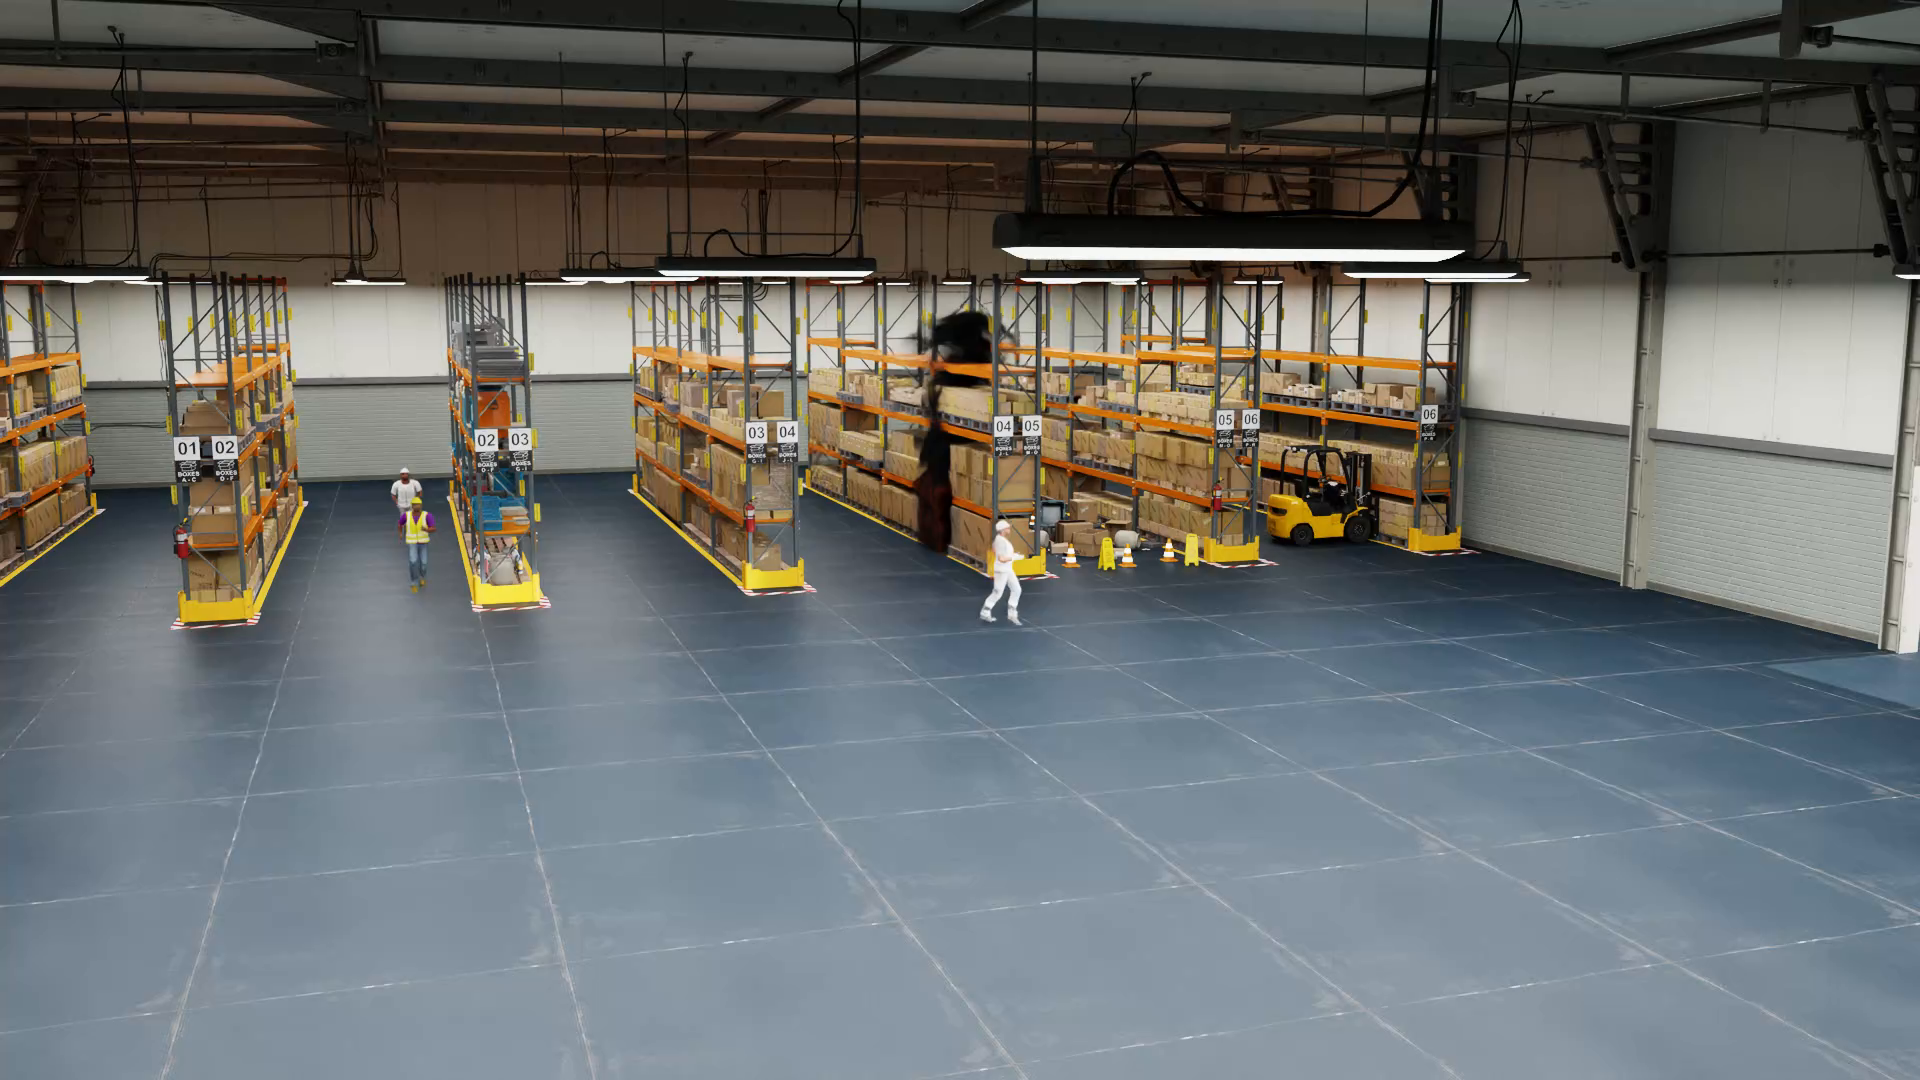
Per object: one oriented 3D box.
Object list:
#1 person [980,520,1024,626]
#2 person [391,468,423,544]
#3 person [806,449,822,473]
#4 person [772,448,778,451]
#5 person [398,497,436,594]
[{"bbox_3d":[0.725,0.581,28.347,0.793,1.847,0.633,2,9,15],"label":"person"},{"bbox_3d":[-12.411,-0.759,37.345,0.674,1.721,0.569,-3,9,-16],"label":"person"},{"bbox_3d":[-4.315,-2.568,49.442,0.520,1.681,0.723,-4,9,-24],"label":"person"},{"bbox_3d":[-5.162,-2.176,46.662,0.693,1.739,0.755,-1,9,-6],"label":"person"},{"bbox_3d":[-10.313,0.090,31.627,0.674,1.828,0.782,-3,9,-21],"label":"person"}]
